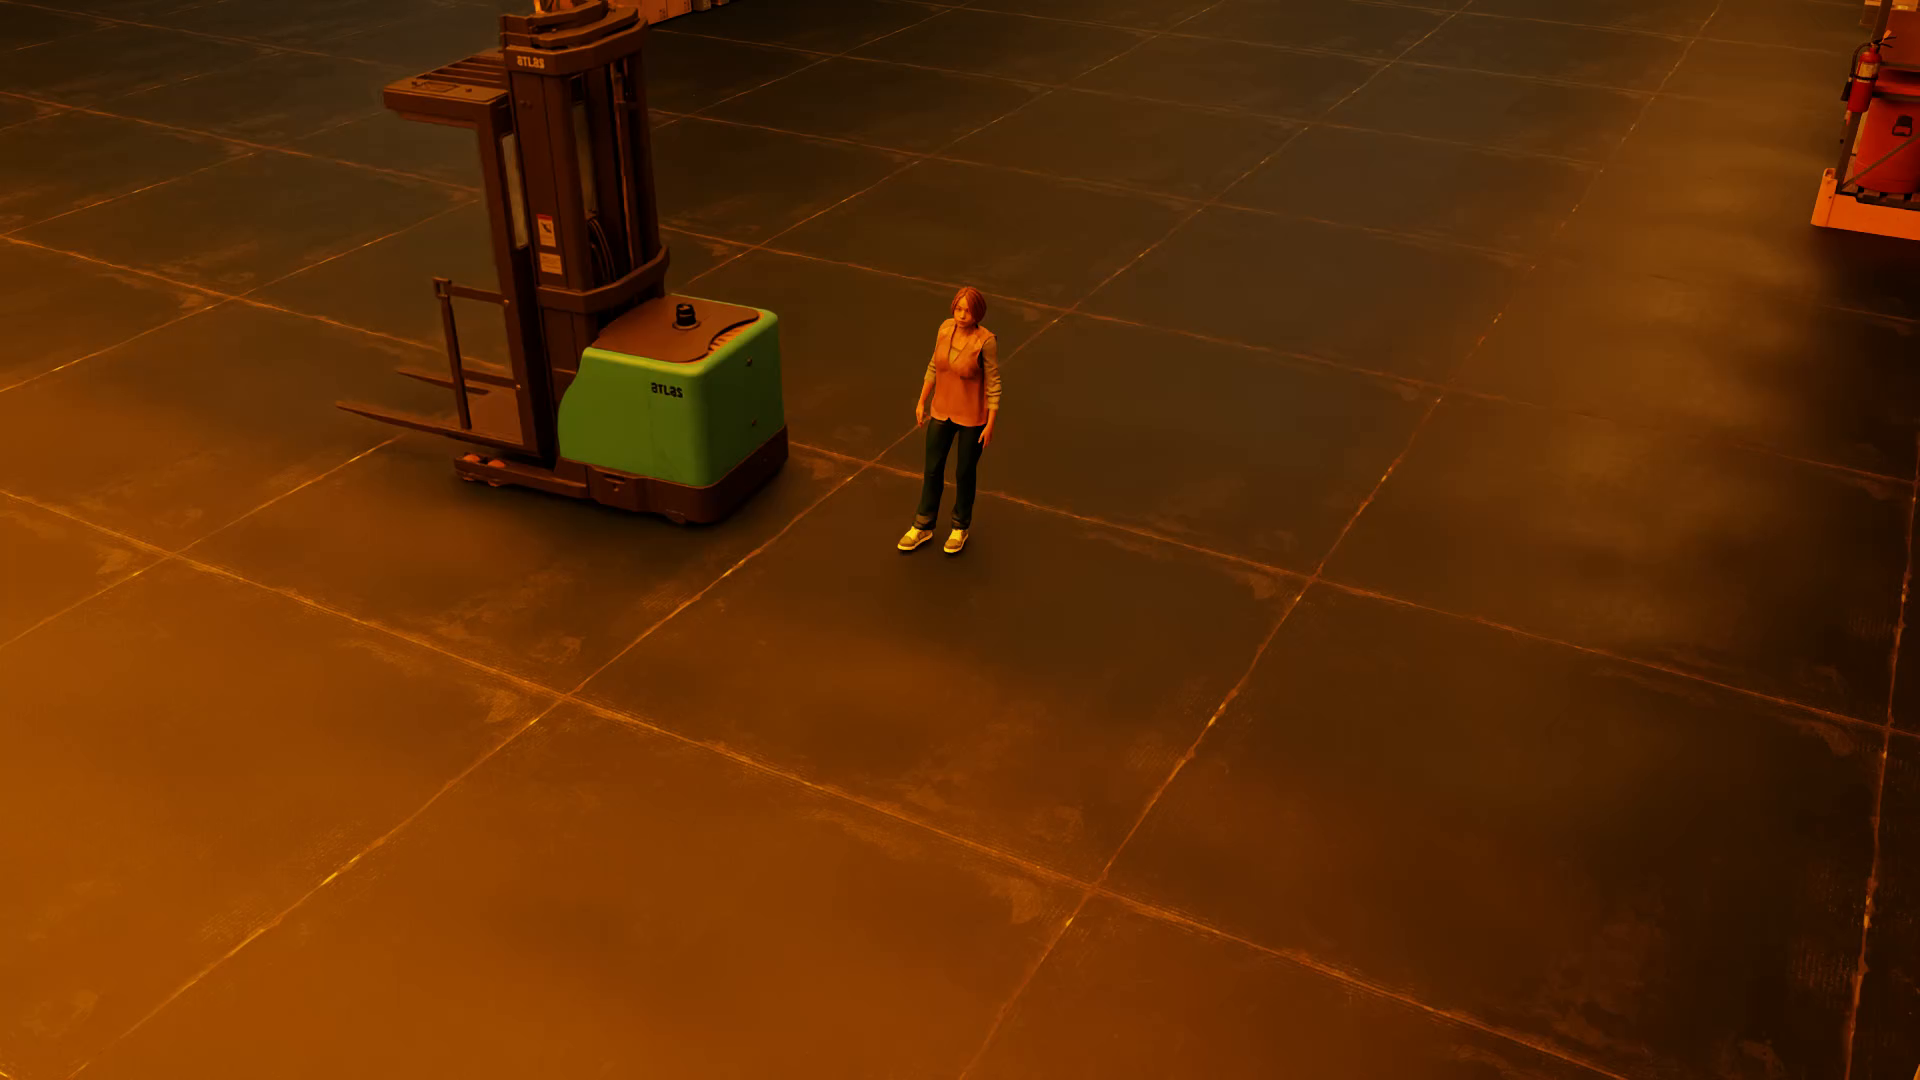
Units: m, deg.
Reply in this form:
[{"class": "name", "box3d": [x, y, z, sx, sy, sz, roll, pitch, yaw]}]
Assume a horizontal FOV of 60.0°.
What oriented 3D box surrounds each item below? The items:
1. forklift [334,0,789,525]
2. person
[{"class": "forklift", "box3d": [-2.676, -1.837, 10.253, 3.031, 2.935, 1.130, 12, 32, 20]}, {"class": "person", "box3d": [-0.048, -0.669, 9.550, 0.520, 1.597, 0.476, 15, 33, 25]}]
